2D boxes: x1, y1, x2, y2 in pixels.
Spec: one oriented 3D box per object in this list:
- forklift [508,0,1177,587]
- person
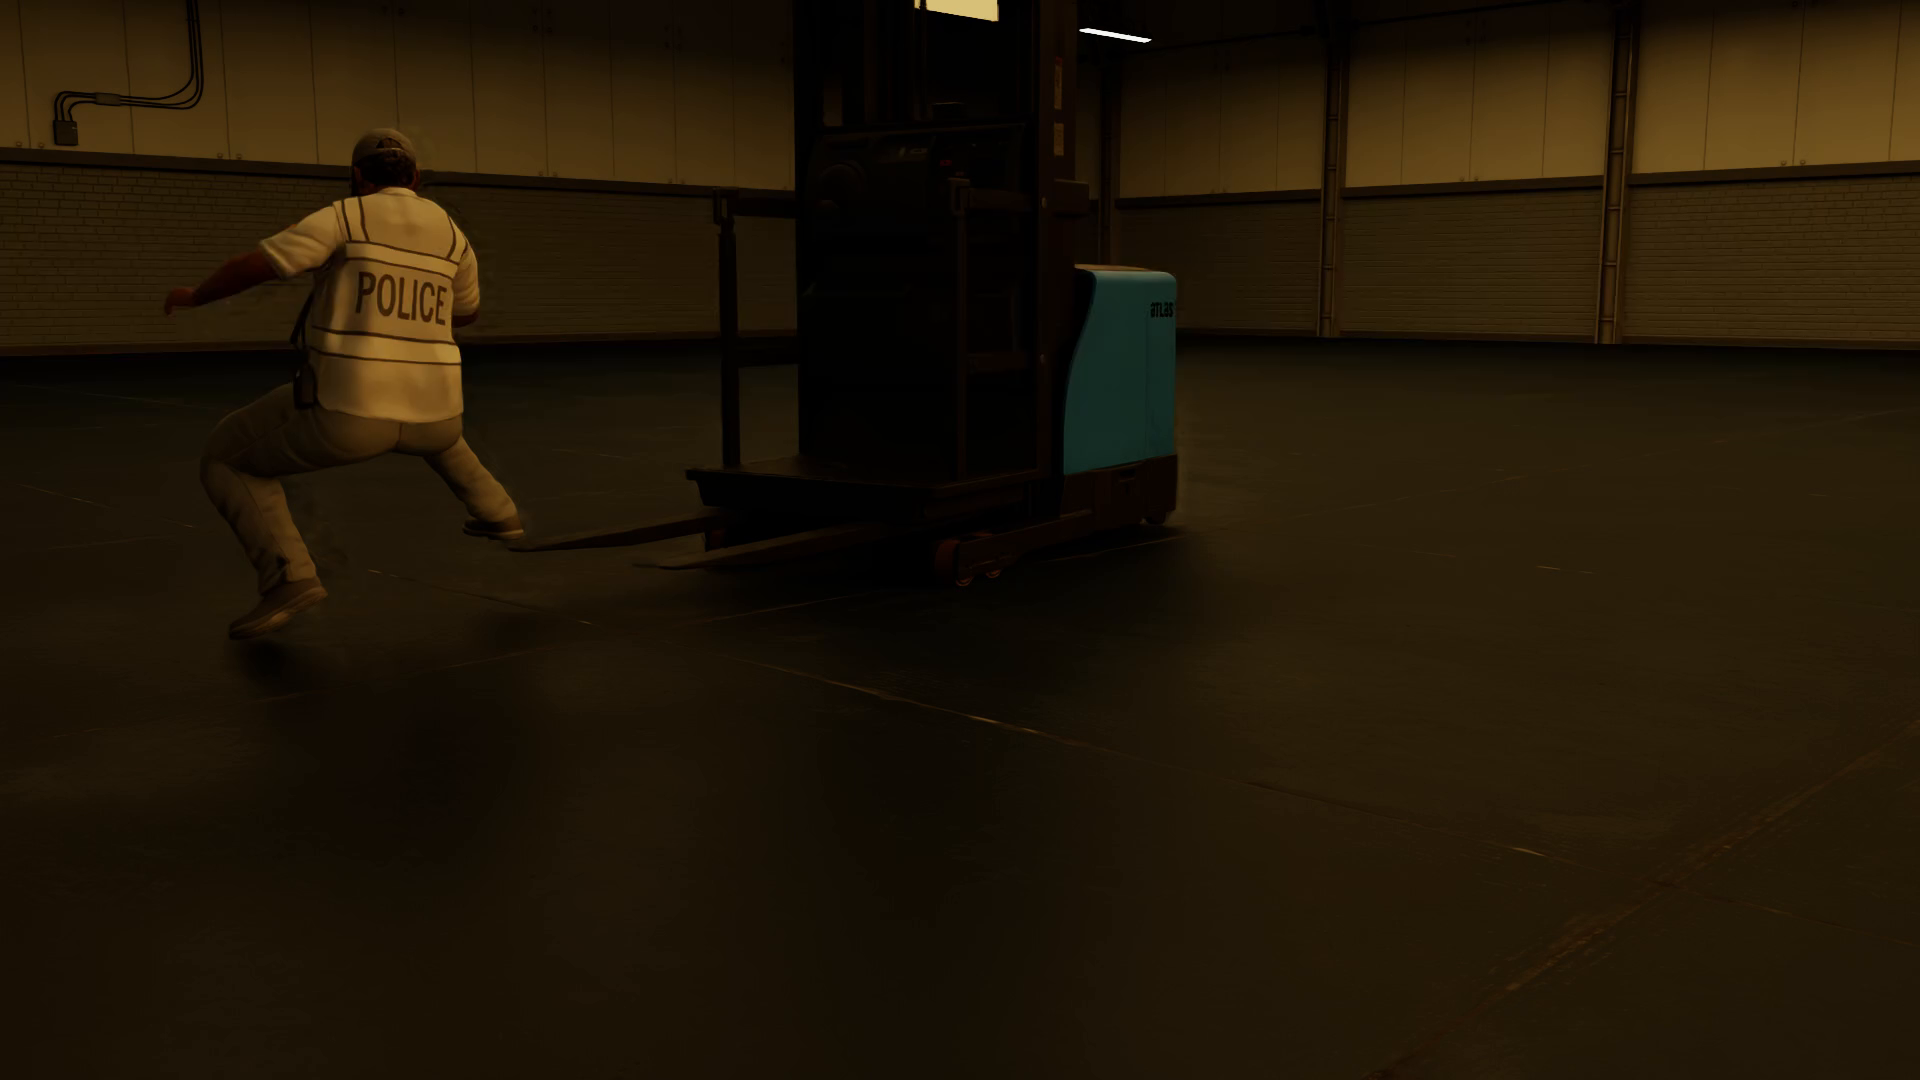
[{"bbox_3d":[-0.286,-1.367,5.952,1.130,2.935,3.031,5,10,32],"label":"forklift"},{"bbox_3d":[-1.728,-0.455,4.817,0.967,1.436,0.735,-7,11,-41],"label":"person"}]
